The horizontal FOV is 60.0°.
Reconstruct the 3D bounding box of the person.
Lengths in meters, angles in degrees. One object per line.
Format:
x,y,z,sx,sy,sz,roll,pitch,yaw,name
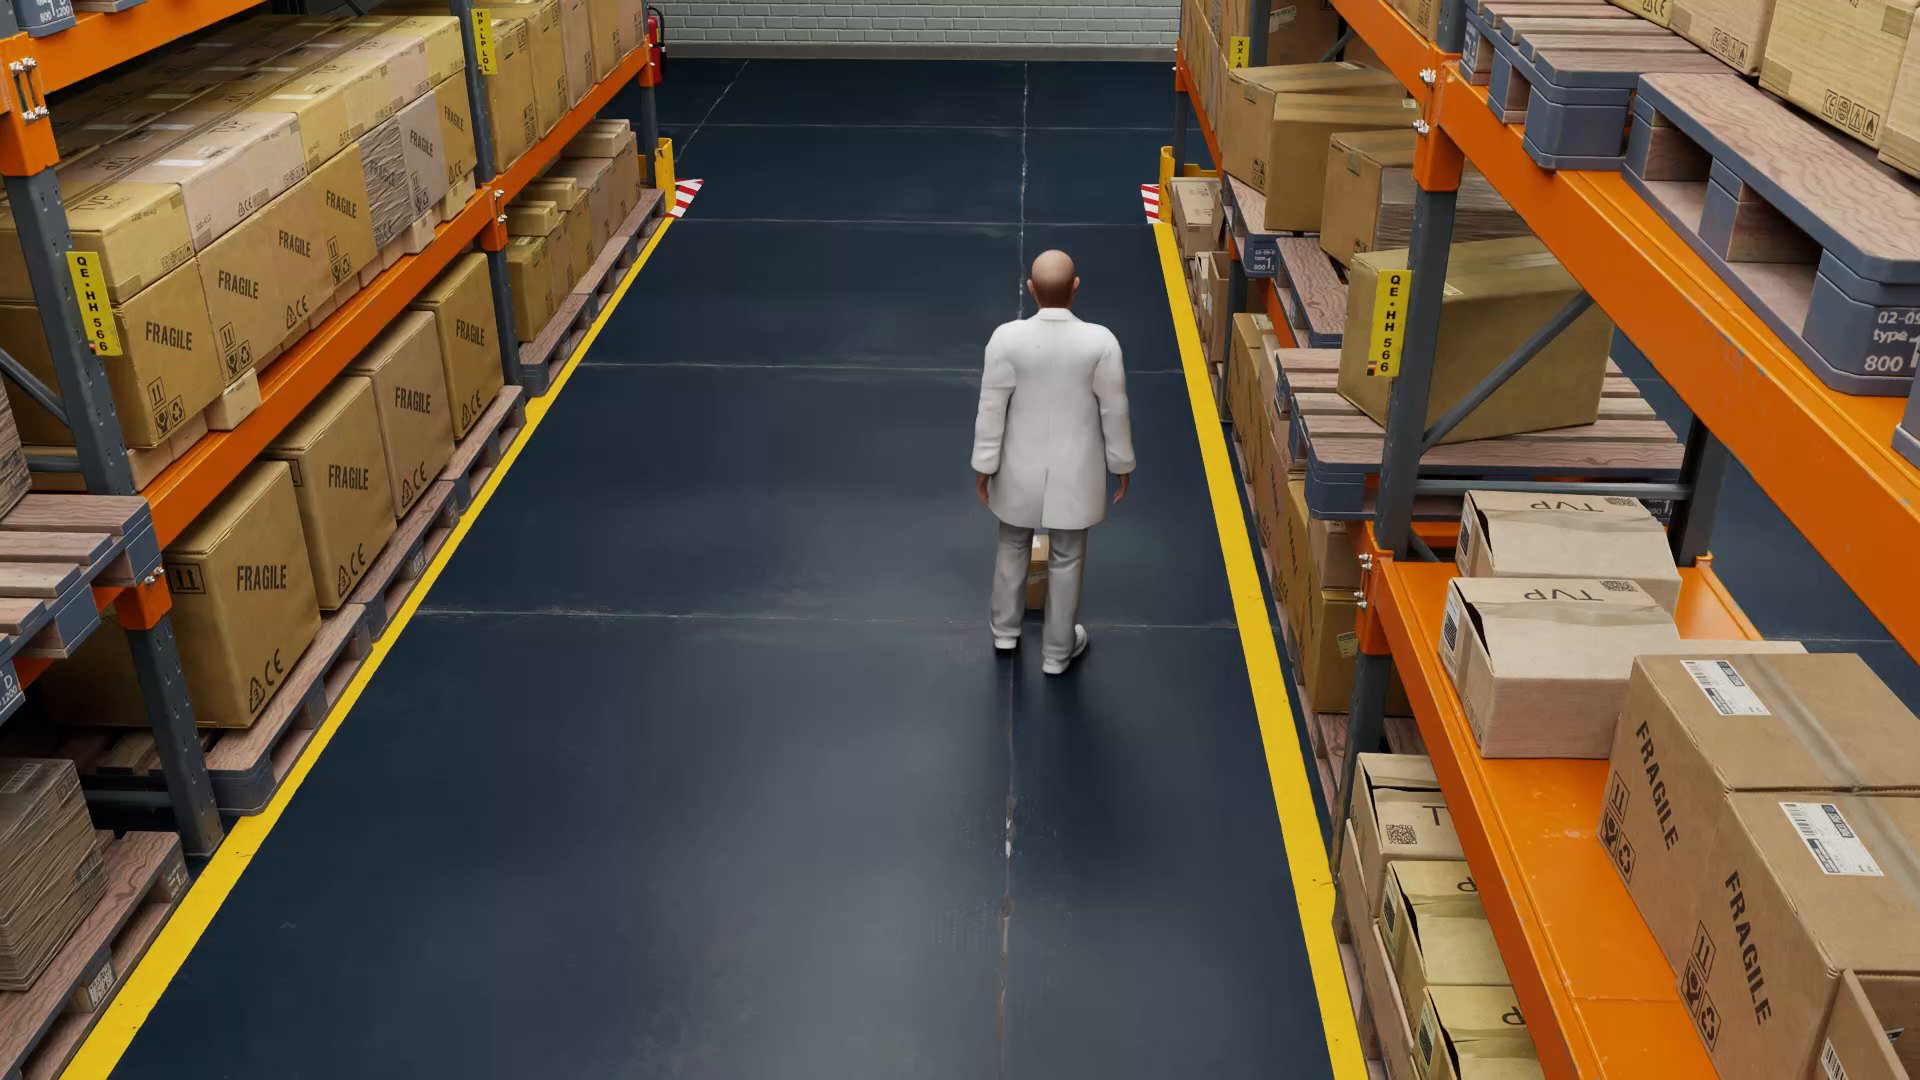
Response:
0.390,-0.328,6.755,0.656,1.800,0.524,4,28,7,person
